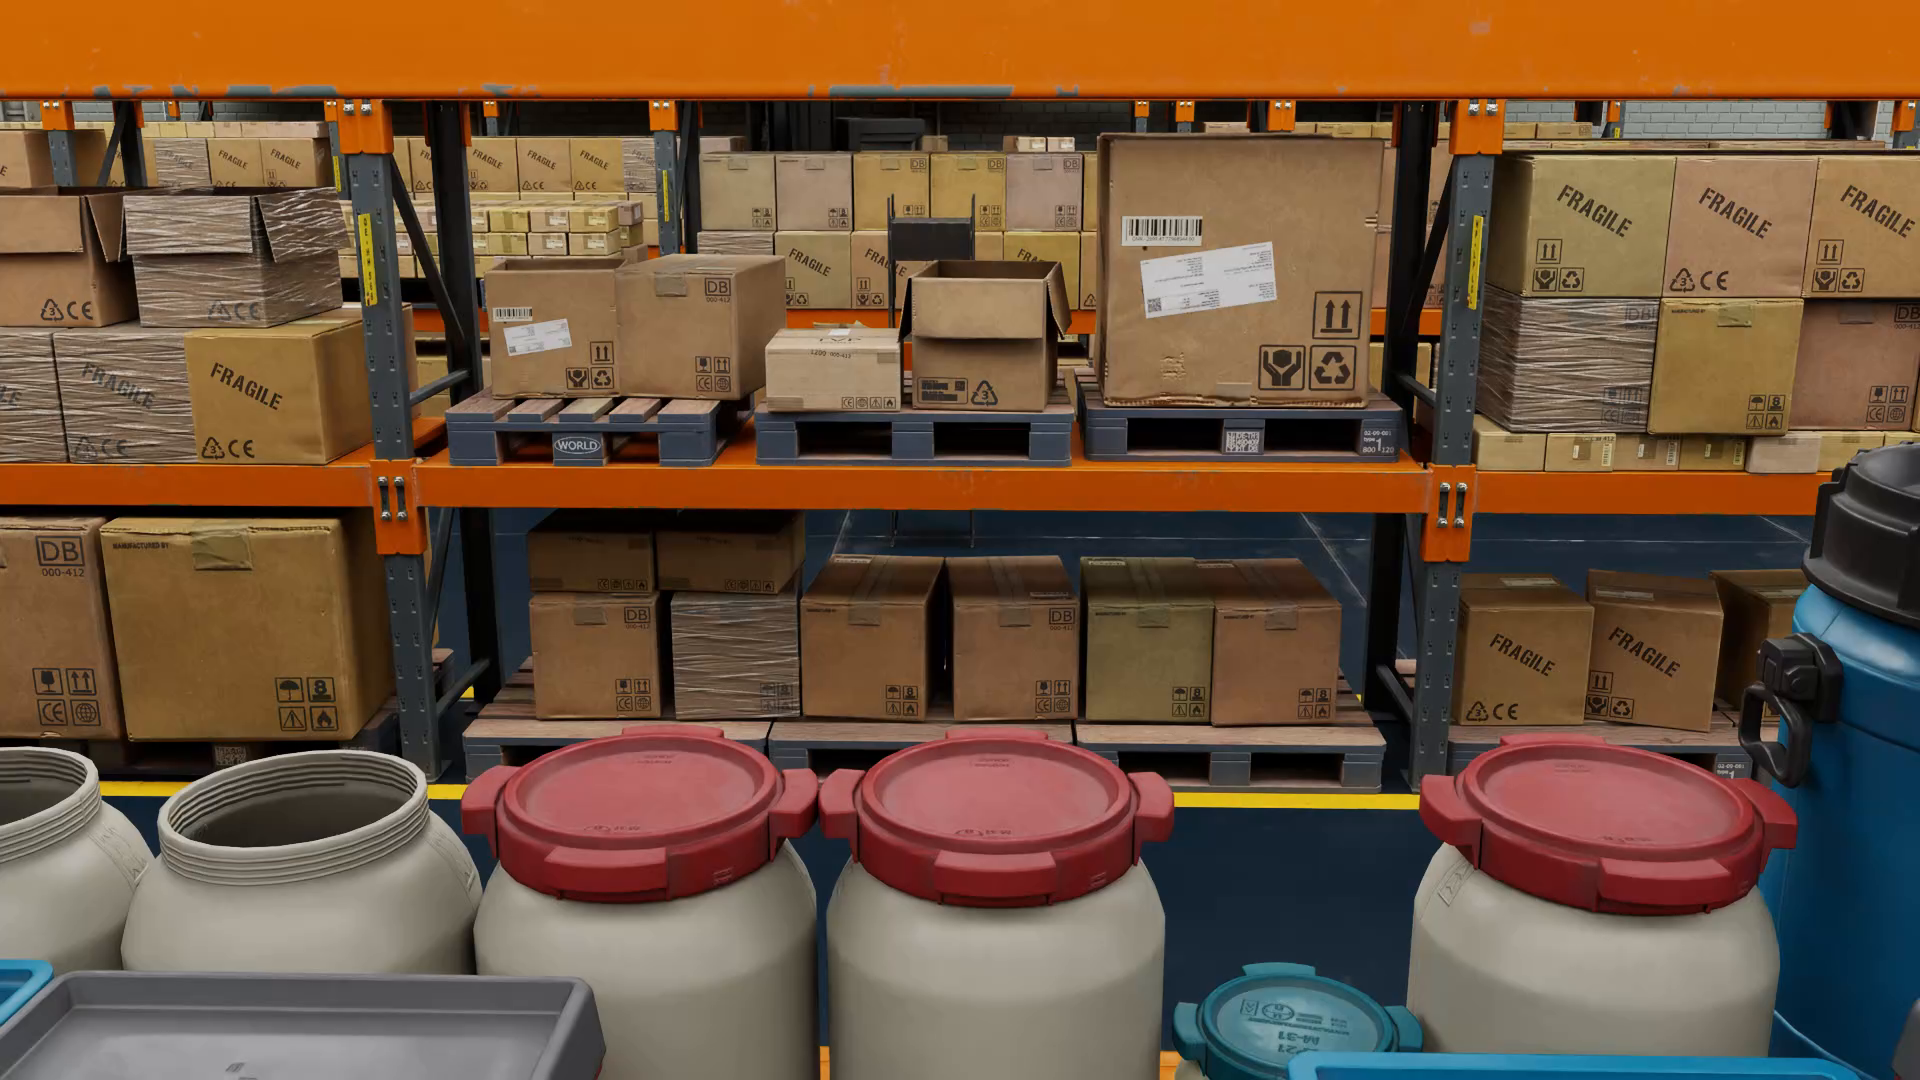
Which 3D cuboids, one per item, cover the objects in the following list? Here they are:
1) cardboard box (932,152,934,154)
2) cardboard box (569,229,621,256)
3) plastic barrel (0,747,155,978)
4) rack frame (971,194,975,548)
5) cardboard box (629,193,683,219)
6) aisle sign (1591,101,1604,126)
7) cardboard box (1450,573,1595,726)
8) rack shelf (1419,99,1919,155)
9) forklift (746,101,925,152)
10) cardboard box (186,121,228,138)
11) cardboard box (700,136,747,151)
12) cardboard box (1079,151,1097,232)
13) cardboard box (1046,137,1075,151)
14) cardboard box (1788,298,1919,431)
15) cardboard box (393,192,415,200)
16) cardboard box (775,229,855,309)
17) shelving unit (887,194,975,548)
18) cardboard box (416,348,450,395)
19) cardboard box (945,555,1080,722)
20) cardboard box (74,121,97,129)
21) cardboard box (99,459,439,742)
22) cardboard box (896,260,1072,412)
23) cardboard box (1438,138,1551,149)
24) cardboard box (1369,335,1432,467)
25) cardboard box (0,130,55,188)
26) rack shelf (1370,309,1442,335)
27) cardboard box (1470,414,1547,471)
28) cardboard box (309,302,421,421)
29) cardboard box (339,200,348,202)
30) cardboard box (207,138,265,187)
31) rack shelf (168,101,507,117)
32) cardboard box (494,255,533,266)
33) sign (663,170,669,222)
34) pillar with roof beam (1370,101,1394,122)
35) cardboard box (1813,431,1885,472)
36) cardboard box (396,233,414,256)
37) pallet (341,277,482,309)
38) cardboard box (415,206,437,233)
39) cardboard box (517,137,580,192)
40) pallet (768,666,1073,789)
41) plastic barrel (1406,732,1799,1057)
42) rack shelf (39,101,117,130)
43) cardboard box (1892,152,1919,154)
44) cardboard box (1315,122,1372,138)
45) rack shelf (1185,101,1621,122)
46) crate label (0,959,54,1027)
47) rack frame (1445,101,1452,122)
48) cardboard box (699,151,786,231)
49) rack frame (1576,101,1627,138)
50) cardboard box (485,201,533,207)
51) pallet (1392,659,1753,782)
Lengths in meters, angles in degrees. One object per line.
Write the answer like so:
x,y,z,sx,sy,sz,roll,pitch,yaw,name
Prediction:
-0.395,-3.458,15.965,0.500,0.500,0.500,1,15,2,cardboard box
-2.422,-1.978,11.042,0.250,0.149,0.380,1,15,3,cardboard box
-1.237,0.560,2.117,0.421,0.512,0.421,0,15,0,plastic barrel
0.078,-1.015,10.070,0.015,2.100,0.400,0,15,1,rack frame
-2.894,-3.238,16.048,0.500,0.250,0.500,0,15,0,cardboard box
6.176,-4.412,16.086,0.004,0.787,0.394,0,15,1,aisle sign
2.253,0.443,6.856,0.500,0.500,0.500,0,15,0,cardboard box
3.854,-1.664,6.299,4.000,0.370,1.077,0,15,1,rack shelf
-0.957,-2.505,14.090,3.031,2.935,1.130,-11,18,-35,forklift
-7.220,-3.944,15.980,0.250,0.149,0.380,0,15,1,cardboard box
-2.378,-3.726,16.425,0.500,0.500,0.500,0,15,0,cardboard box
1.071,-2.376,11.308,0.500,0.500,0.700,0,15,0,cardboard box
0.951,-3.758,15.829,0.250,0.149,0.380,0,15,0,cardboard box
3.304,-0.759,6.556,0.500,0.500,0.875,0,15,1,cardboard box
-5.457,-3.249,16.088,0.500,0.250,0.500,0,15,0,cardboard box
-0.966,-1.839,11.235,0.500,0.500,0.500,0,15,1,cardboard box
-0.165,-1.016,10.076,0.503,2.100,0.431,0,15,1,shelving unit
-3.620,-1.168,11.493,0.500,0.250,0.500,1,15,3,cardboard box
0.206,0.400,6.981,0.500,0.500,0.700,-1,15,-3,cardboard box
-8.493,-3.953,16.016,0.250,0.149,0.380,1,15,2,cardboard box
-2.834,0.213,6.993,0.875,0.875,1.225,0,15,-1,cardboard box
0.119,-0.816,6.526,0.637,0.503,0.797,2,15,7,cardboard box
3.539,-2.410,11.184,0.550,0.550,0.875,0,15,1,cardboard box
2.709,-0.993,11.565,0.875,0.875,0.875,1,15,2,cardboard box
-6.392,-2.501,11.201,0.500,0.500,0.500,0,15,-1,cardboard box
4.081,-1.478,11.473,4.000,0.370,1.077,0,15,1,rack shelf
2.062,-0.375,6.375,0.250,0.149,0.380,0,15,1,cardboard box
-2.623,-0.722,7.000,0.500,0.500,0.500,1,15,3,cardboard box
-4.474,-2.300,11.680,0.250,0.149,0.380,0,15,0,cardboard box
-6.876,-3.624,16.041,0.500,0.500,0.500,0,15,1,cardboard box
-7.766,-5.536,20.972,4.000,0.370,1.077,0,15,1,rack shelf
-2.927,-1.836,11.090,0.250,0.149,0.380,1,15,2,cardboard box
-1.921,-2.248,10.867,0.005,0.325,0.100,0,15,1,sign
5.446,-6.379,16.879,0.400,9.000,9.100,0,15,1,pillar with roof beam
3.312,-0.374,6.368,0.250,0.149,0.380,0,15,1,cardboard box
-3.712,-1.986,11.072,0.250,0.149,0.380,1,15,3,cardboard box
-3.897,-1.775,11.564,1.213,0.211,1.003,0,15,1,pallet
-3.439,-2.129,11.031,0.250,0.149,0.380,0,15,1,cardboard box
-3.930,-3.608,15.979,0.500,0.500,0.500,0,15,1,cardboard box
-0.147,0.761,7.040,1.213,0.211,1.003,0,15,1,pallet
0.777,0.560,2.070,0.433,0.535,0.433,0,15,0,plastic barrel
-7.915,-3.007,11.387,4.000,0.370,1.077,0,15,1,rack shelf
3.798,-1.176,6.179,0.500,0.500,0.500,0,15,1,cardboard box
3.553,-3.701,15.747,0.500,0.500,0.700,0,15,0,cardboard box
4.107,-4.192,15.878,4.000,0.370,1.077,0,15,1,rack shelf
-1.284,0.720,1.660,0.616,0.435,0.502,0,15,1,crate label
6.229,-4.342,20.917,0.127,3.000,1.000,0,15,1,rack frame
-1.468,-2.392,11.369,0.500,0.500,0.700,0,15,1,cardboard box
6.106,-3.076,16.119,0.127,3.000,1.000,0,15,1,rack frame
-3.152,-2.293,11.653,0.250,0.149,0.380,0,15,-1,cardboard box
2.527,0.769,7.013,1.213,0.211,1.003,0,15,1,pallet
